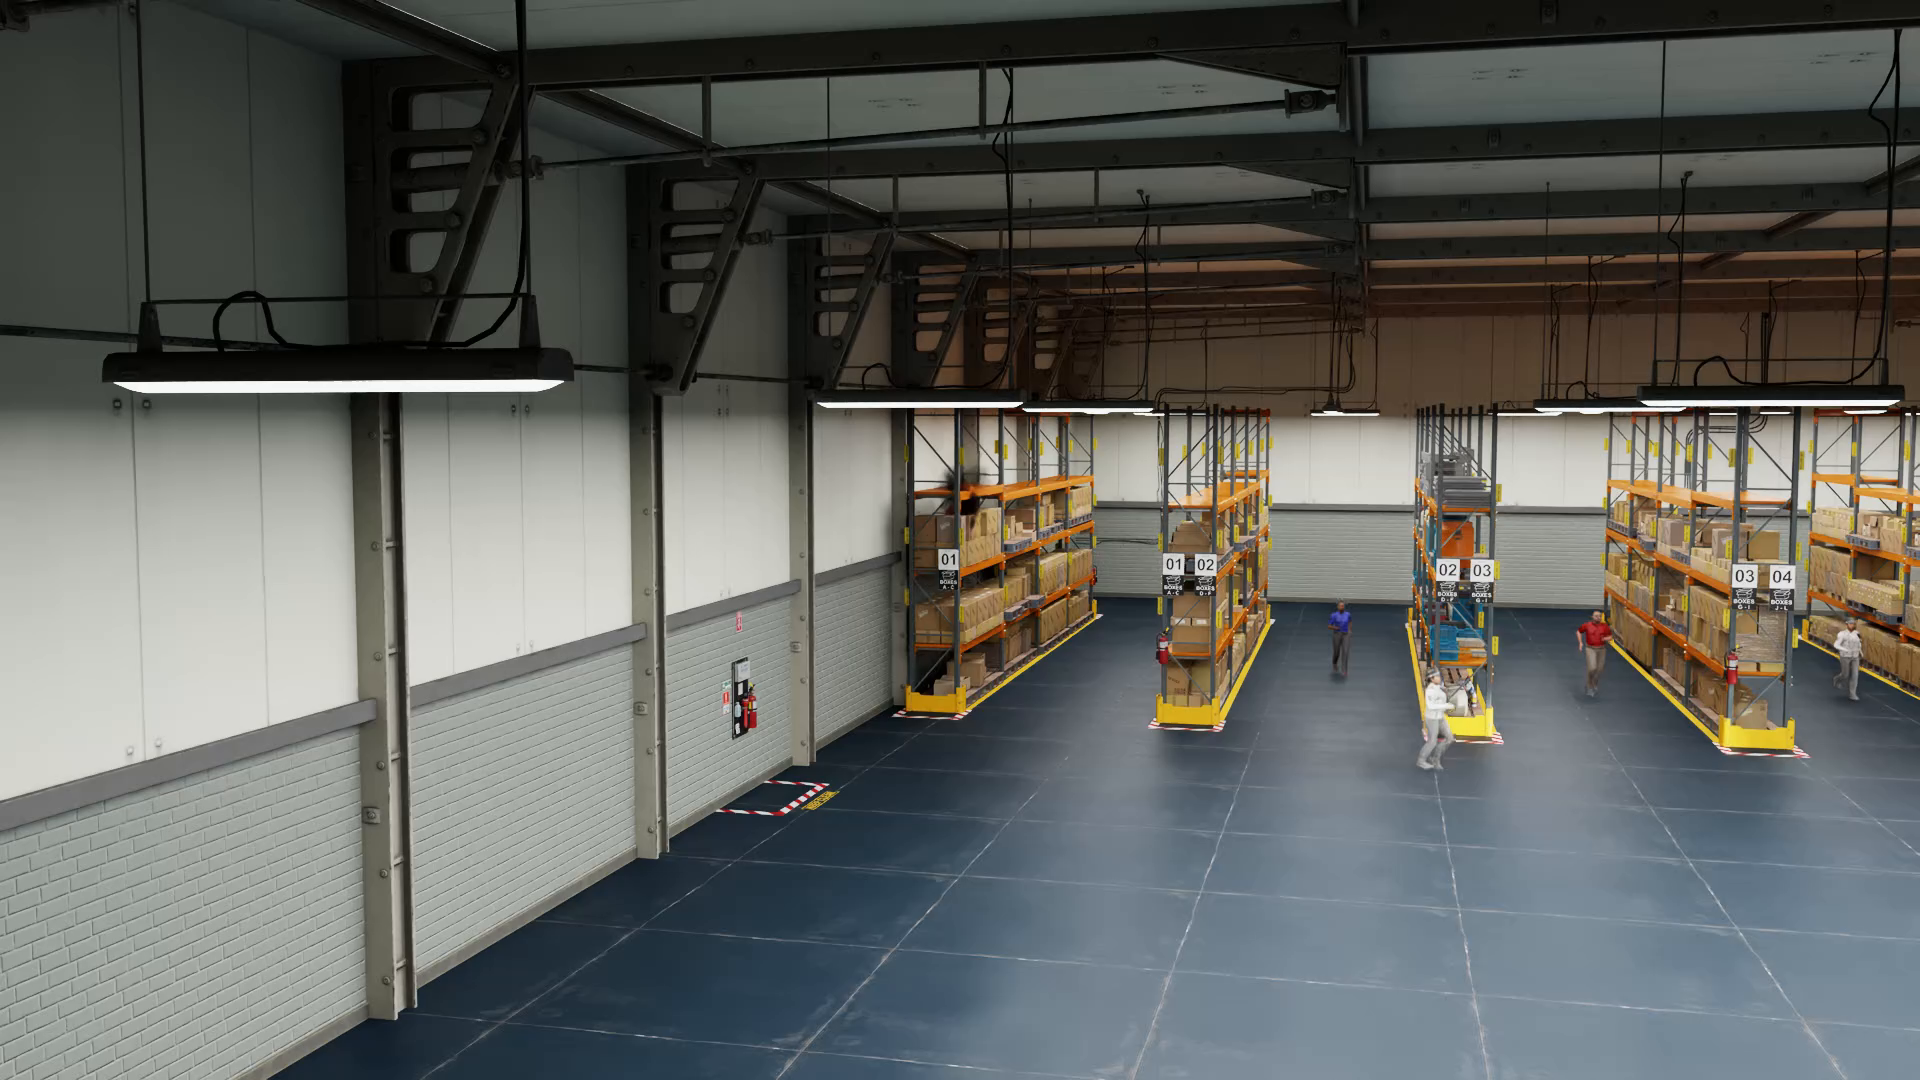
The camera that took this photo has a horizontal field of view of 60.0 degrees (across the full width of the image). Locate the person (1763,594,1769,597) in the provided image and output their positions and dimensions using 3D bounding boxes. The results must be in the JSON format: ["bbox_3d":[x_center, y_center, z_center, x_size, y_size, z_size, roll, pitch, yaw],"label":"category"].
[{"bbox_3d":[21.328,1.724,44.037,0.815,1.557,0.602,-2,4,-20],"label":"person"}]

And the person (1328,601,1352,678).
[{"bbox_3d":[8.477,2.187,37.022,0.579,1.657,0.923,0,4,1],"label":"person"}]

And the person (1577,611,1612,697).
[{"bbox_3d":[13.185,2.363,34.506,0.631,1.798,0.768,0,4,3],"label":"person"}]

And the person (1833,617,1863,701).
[{"bbox_3d":[18.191,2.399,33.993,0.618,1.669,0.890,0,4,3],"label":"person"}]

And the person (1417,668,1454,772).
[{"bbox_3d":[7.746,2.920,26.978,0.638,1.711,0.594,3,5,40],"label":"person"}]
